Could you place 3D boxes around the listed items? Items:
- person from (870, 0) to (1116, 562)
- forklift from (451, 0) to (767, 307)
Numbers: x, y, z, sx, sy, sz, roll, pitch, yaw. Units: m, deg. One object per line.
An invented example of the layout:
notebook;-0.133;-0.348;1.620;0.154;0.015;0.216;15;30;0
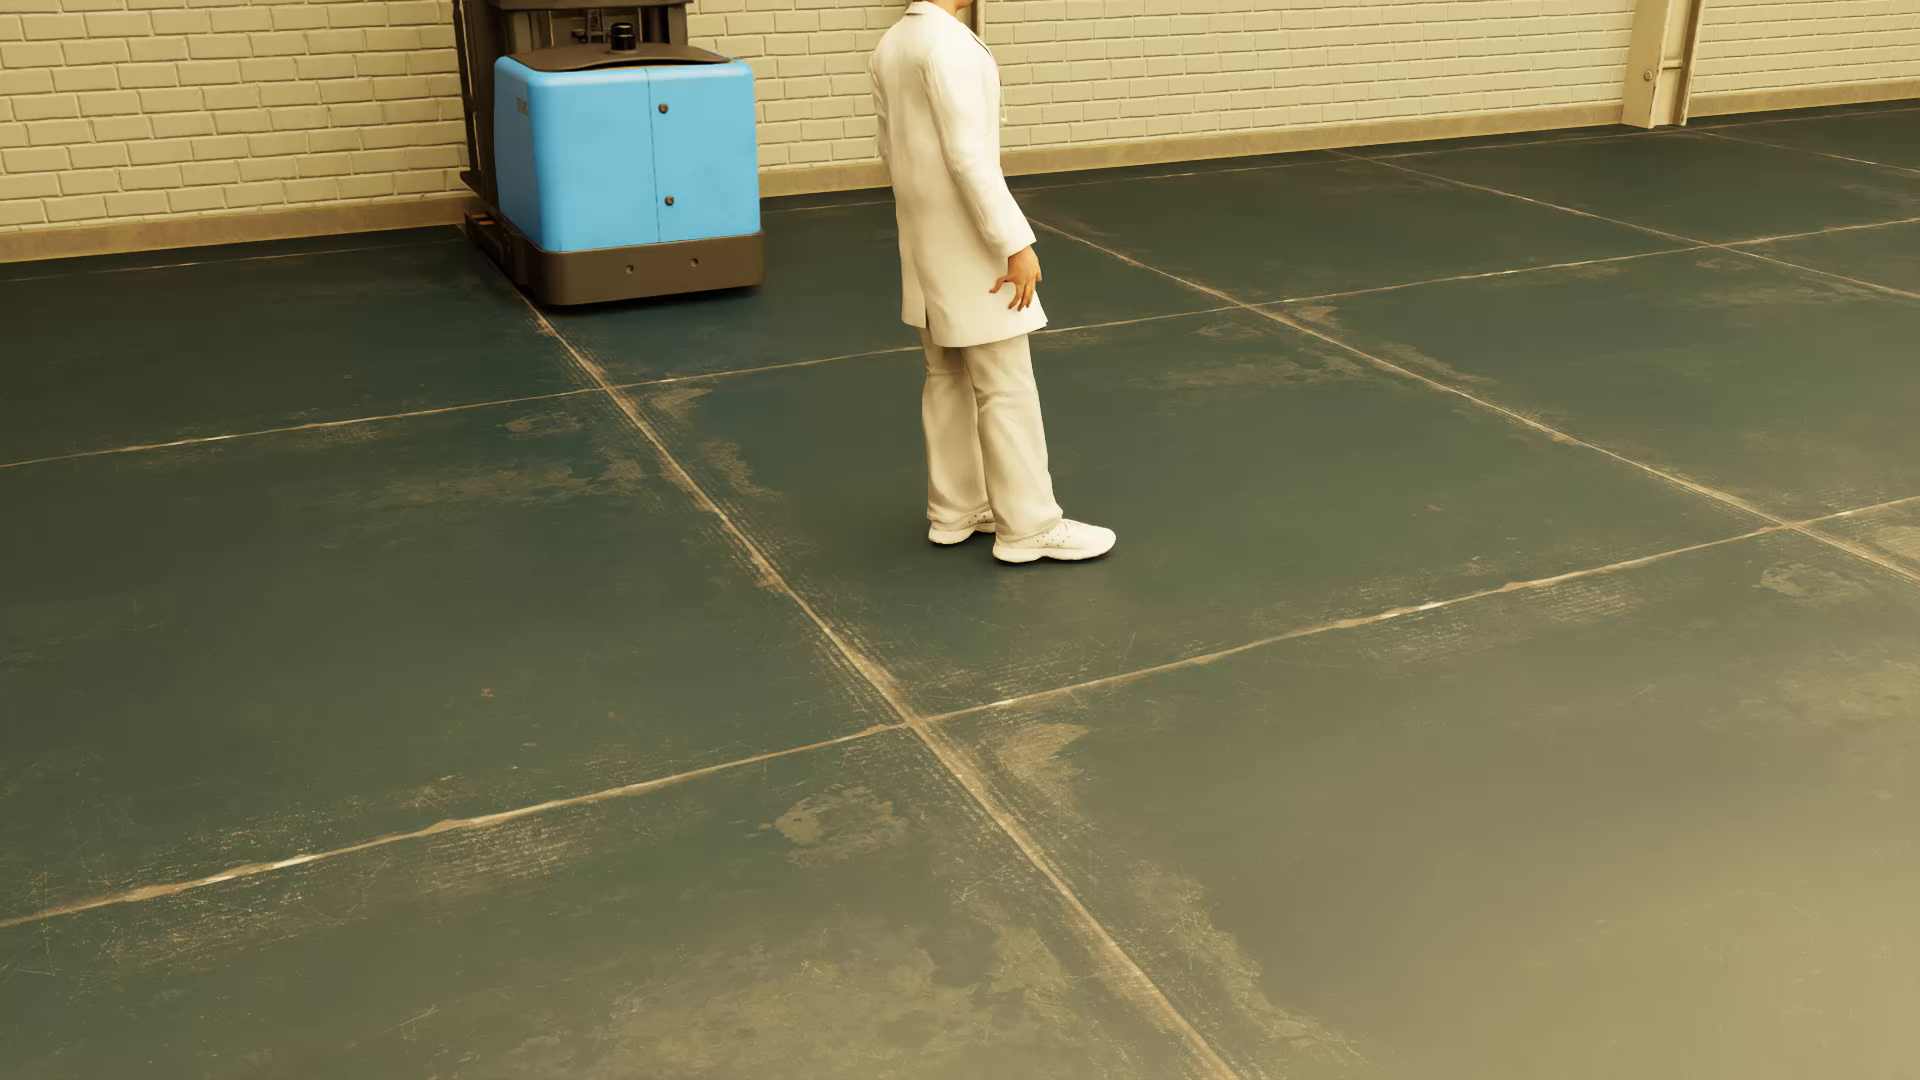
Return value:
person;0.085;-0.841;4.795;0.578;1.777;0.698;-10;25;-23
forklift;-2.003;-2.933;8.346;1.130;2.935;3.031;-10;25;-23
